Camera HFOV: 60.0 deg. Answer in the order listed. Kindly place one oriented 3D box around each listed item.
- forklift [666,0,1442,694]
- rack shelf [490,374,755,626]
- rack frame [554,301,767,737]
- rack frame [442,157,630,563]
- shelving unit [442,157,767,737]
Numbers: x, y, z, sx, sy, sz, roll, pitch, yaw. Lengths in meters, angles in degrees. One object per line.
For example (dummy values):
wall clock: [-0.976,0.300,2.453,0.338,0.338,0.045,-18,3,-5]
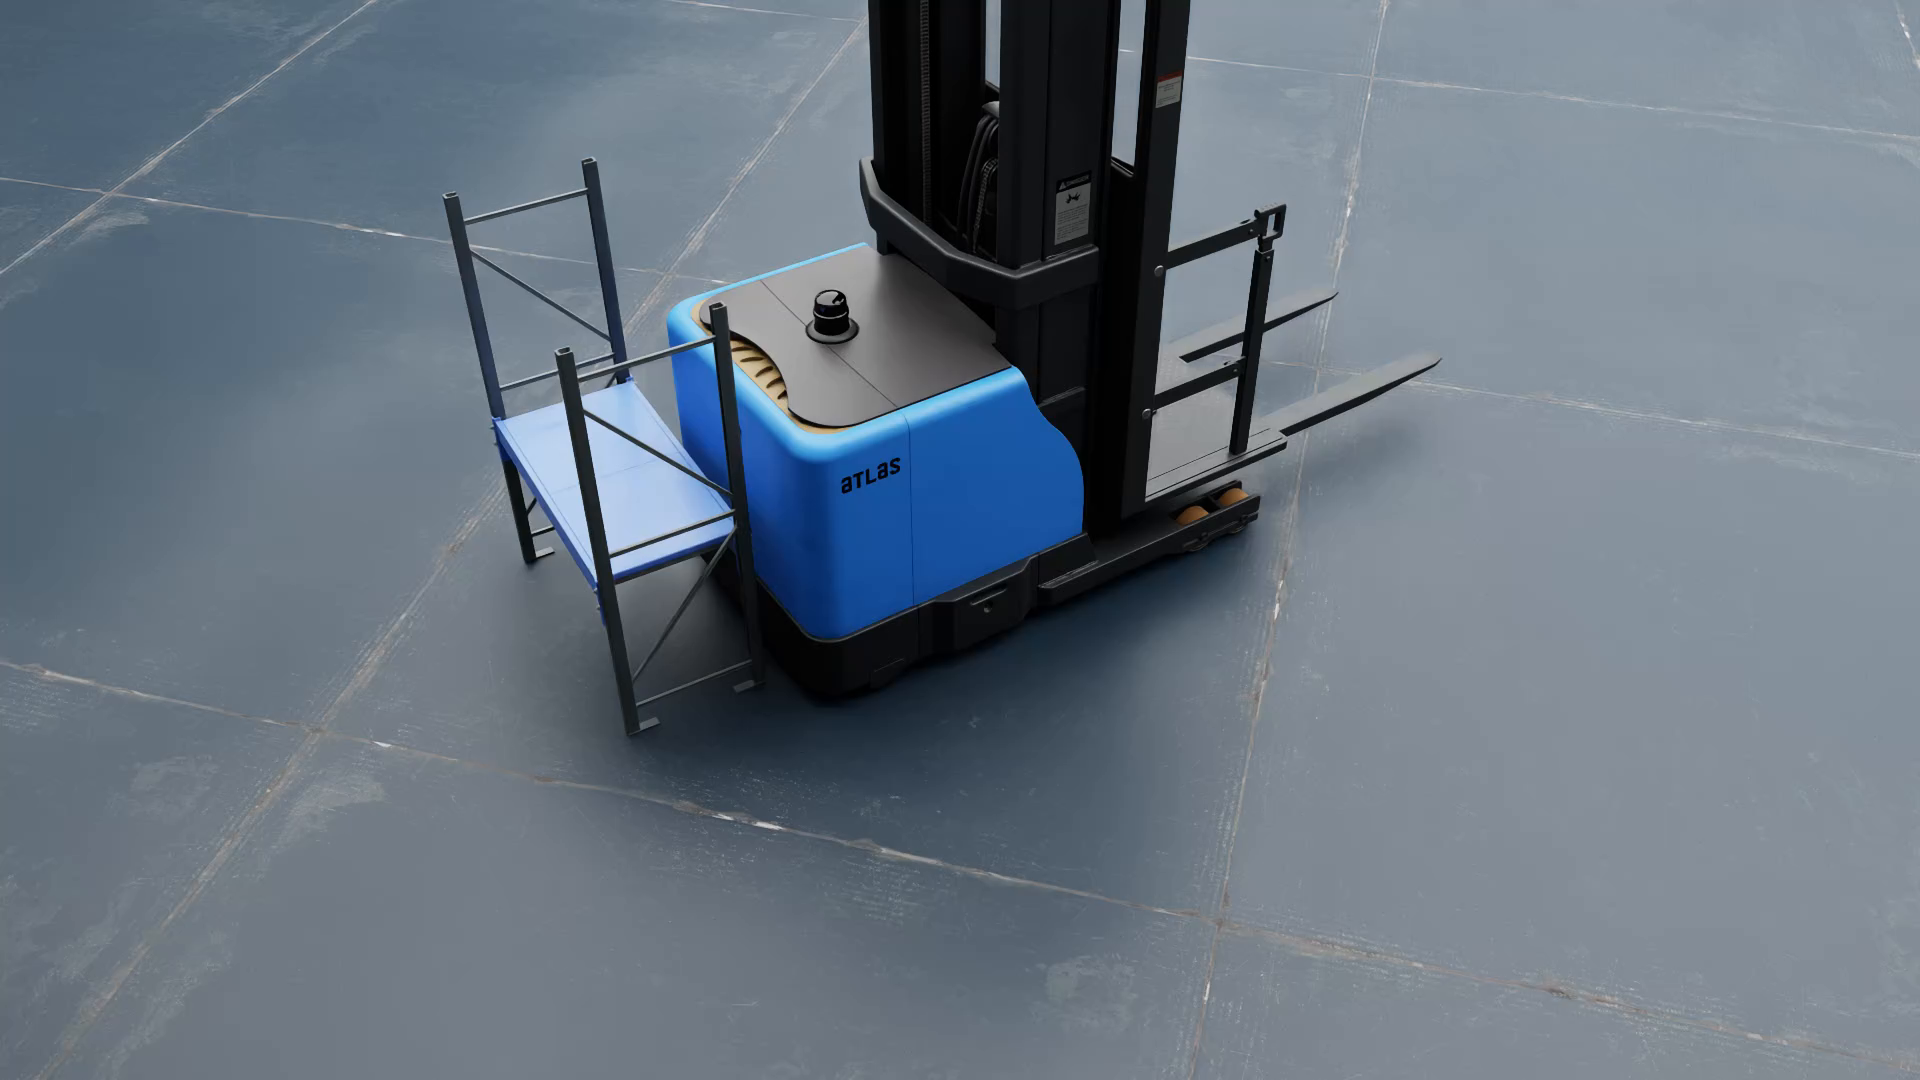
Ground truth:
forklift: [0.523,-1.343,5.570,3.031,2.935,1.130,-23,45,-25]
rack shelf: [-1.141,-0.160,5.554,0.538,0.185,1.000,-21,44,-23]
rack frame: [-0.883,-0.016,5.103,0.500,1.500,0.032,-21,44,-23]
rack frame: [-1.398,-0.580,5.774,0.500,1.500,0.032,-21,44,-23]
shelving unit: [-1.141,-0.298,5.439,0.538,1.500,1.048,-21,44,-23]
